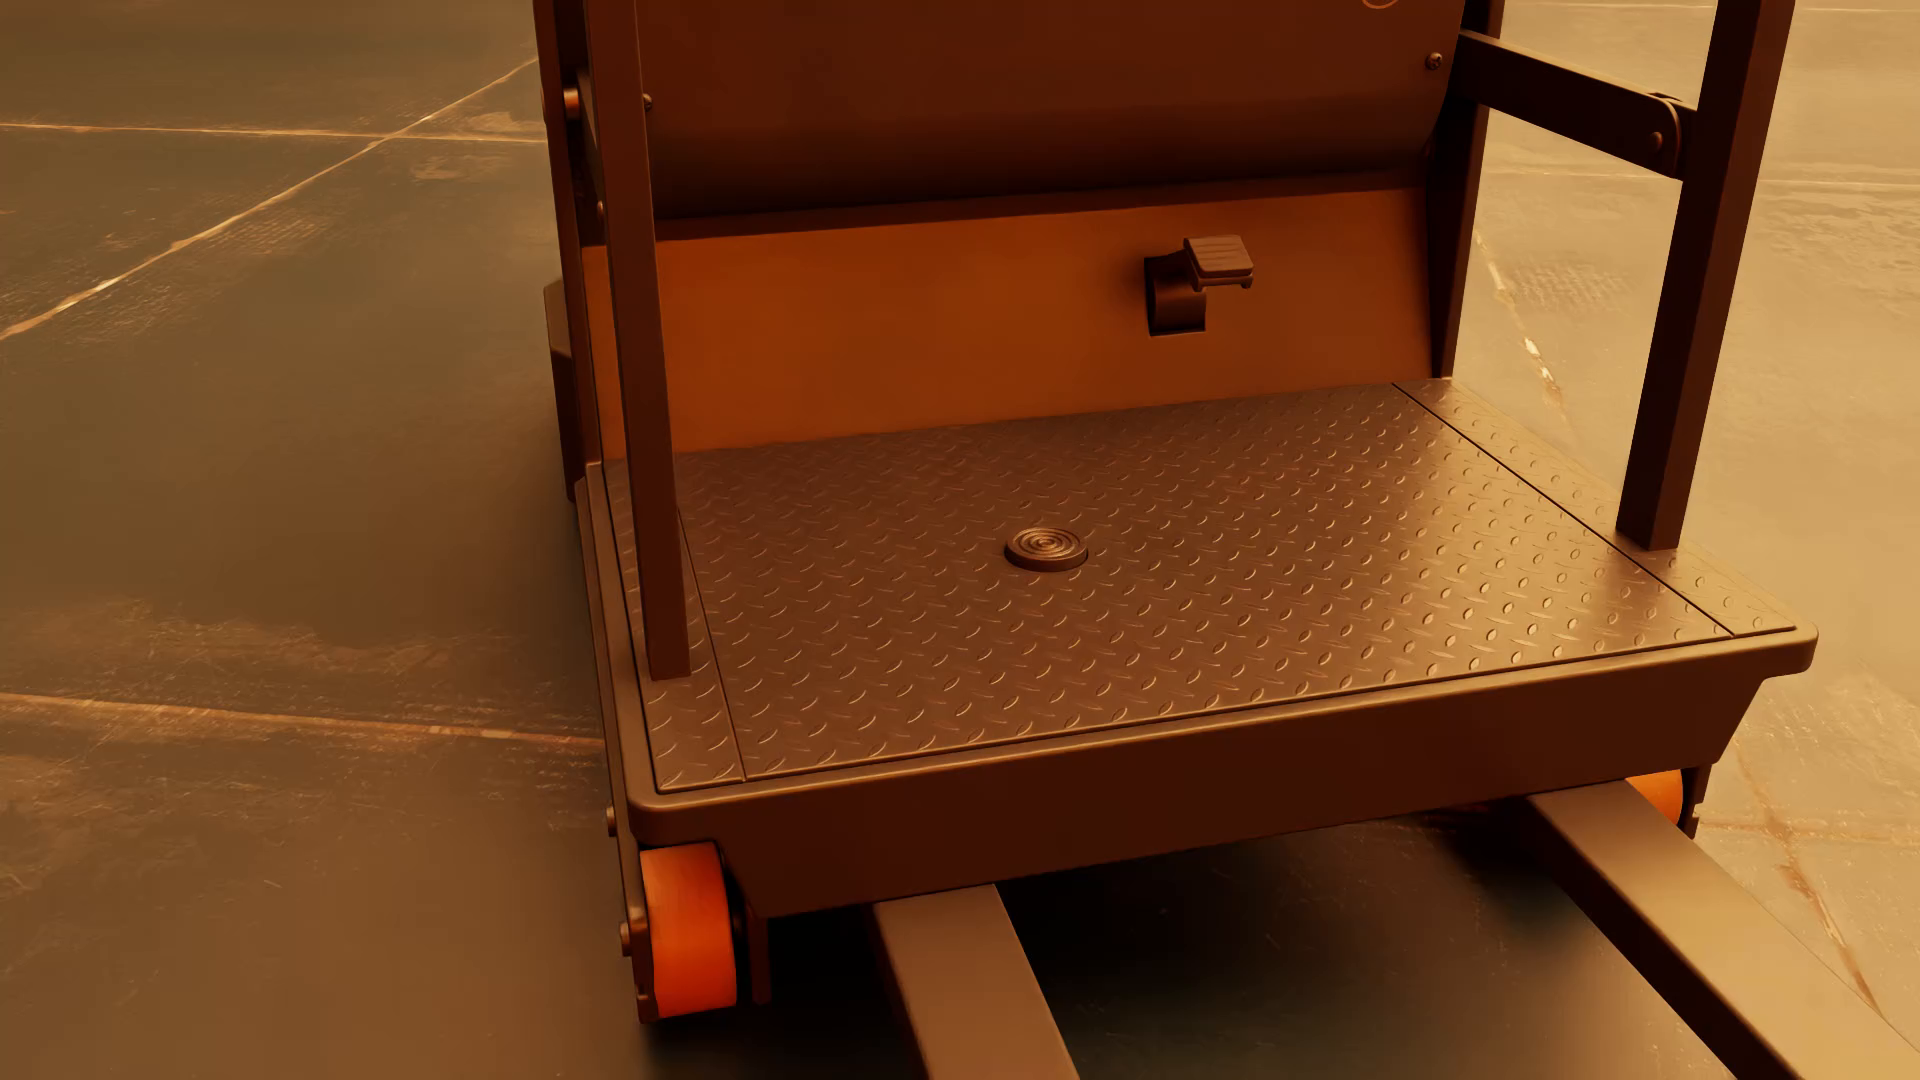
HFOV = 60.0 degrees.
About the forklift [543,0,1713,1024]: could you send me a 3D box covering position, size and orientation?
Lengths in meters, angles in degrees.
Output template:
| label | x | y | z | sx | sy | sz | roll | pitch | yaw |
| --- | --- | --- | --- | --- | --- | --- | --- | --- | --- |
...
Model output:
| label | x | y | z | sx | sy | sz | roll | pitch | yaw |
| --- | --- | --- | --- | --- | --- | --- | --- | --- | --- |
| forklift | 0.153 | -1.049 | 1.319 | 1.130 | 2.935 | 3.031 | -7 | 27 | -13 |
